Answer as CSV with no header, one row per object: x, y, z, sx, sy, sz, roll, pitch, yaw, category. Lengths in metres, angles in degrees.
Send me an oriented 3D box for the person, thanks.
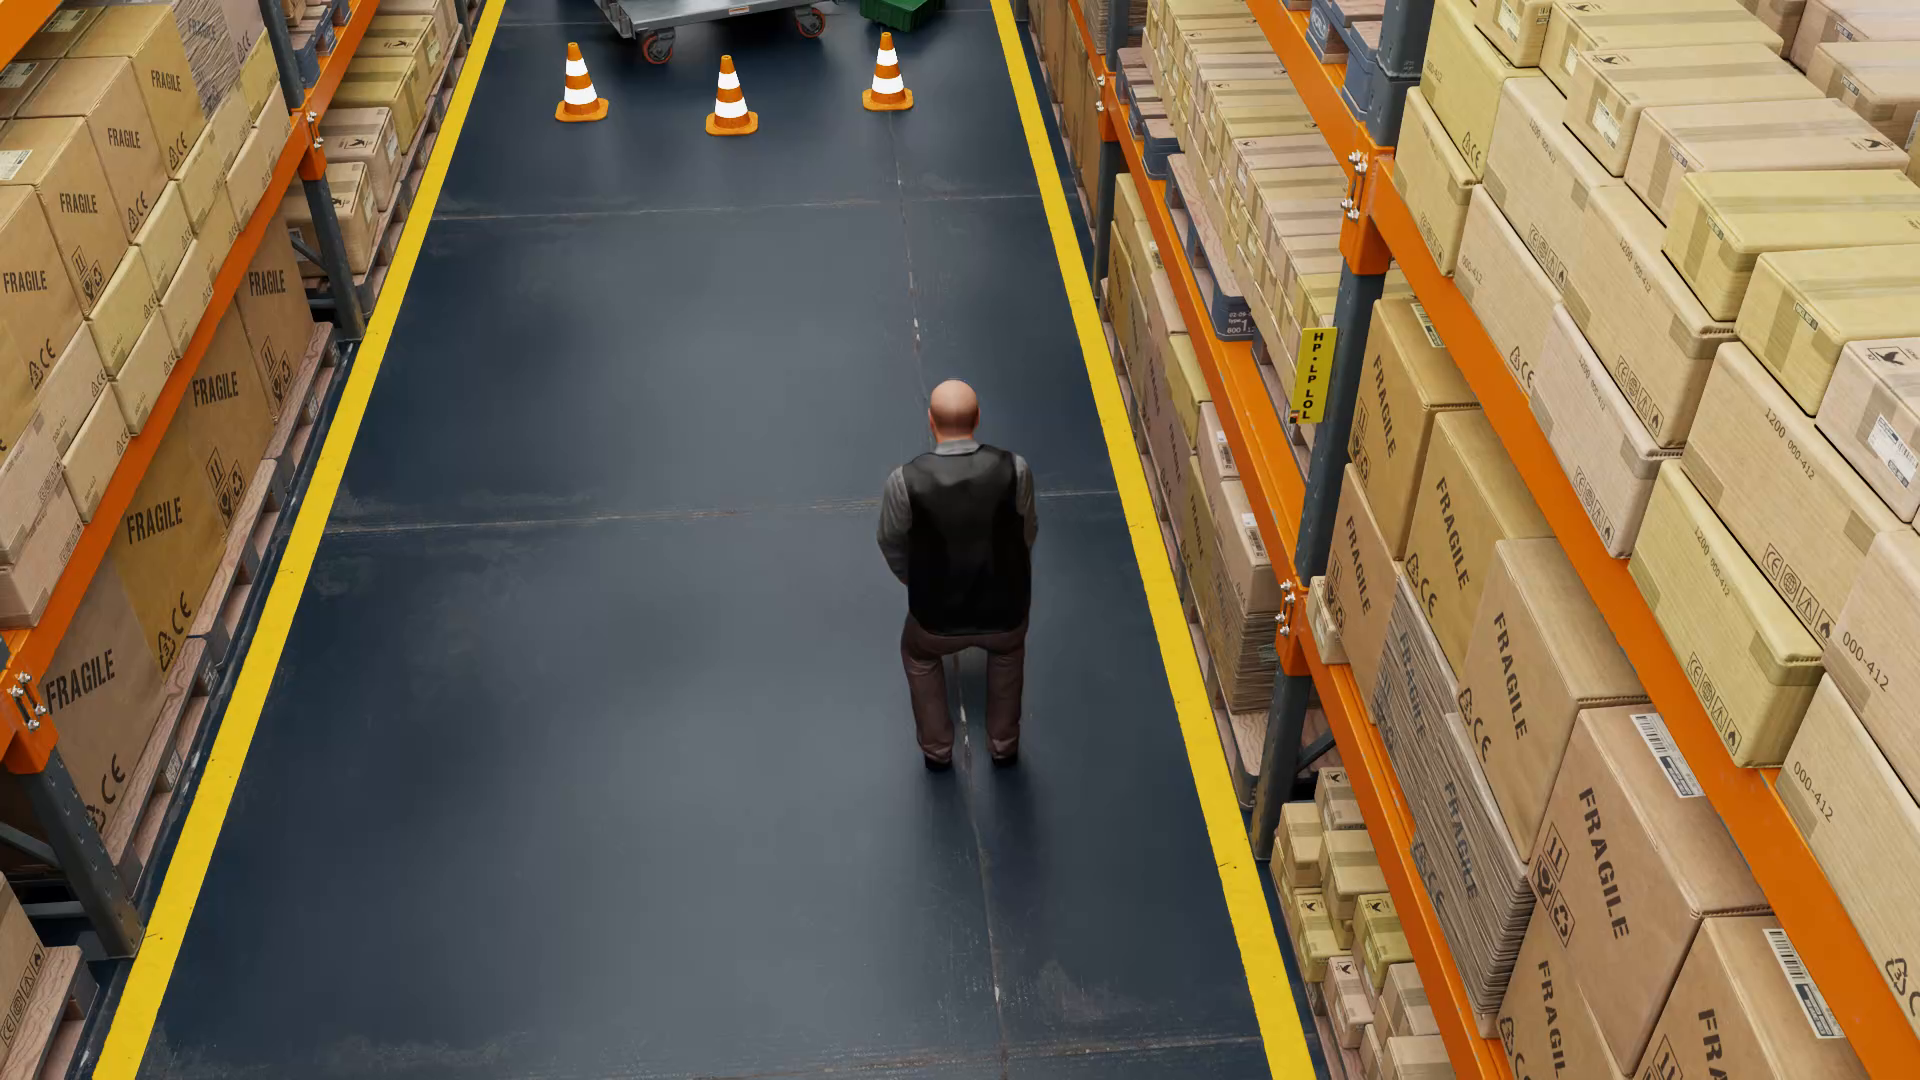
-0.004,0.192,6.056,0.581,1.581,0.555,-3,39,-3,person
